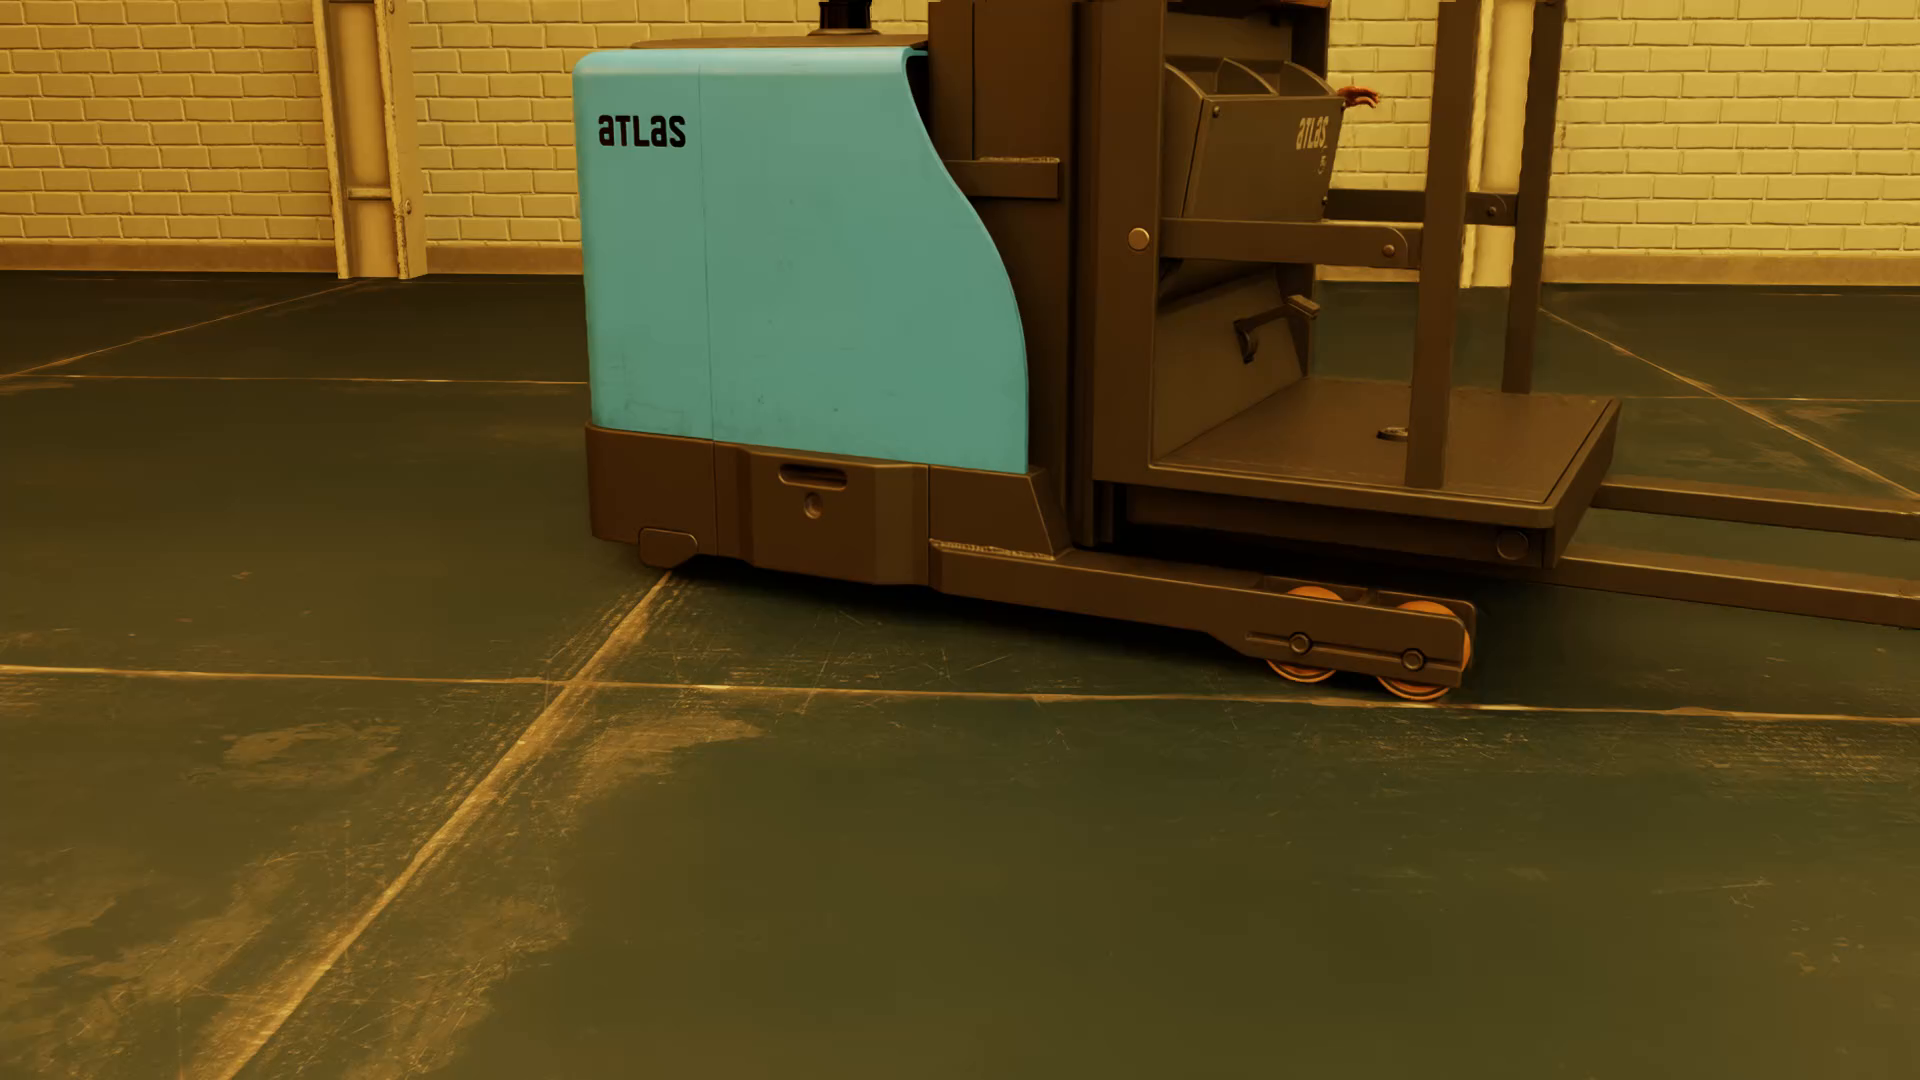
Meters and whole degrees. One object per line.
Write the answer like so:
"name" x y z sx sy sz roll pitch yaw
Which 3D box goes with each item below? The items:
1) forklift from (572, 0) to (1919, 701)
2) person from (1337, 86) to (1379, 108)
"forklift" 0.753 -1.301 3.014 3.031 2.935 1.130 7 17 25
"person" 0.772 -0.979 4.706 0.863 1.422 0.883 0 15 -1
